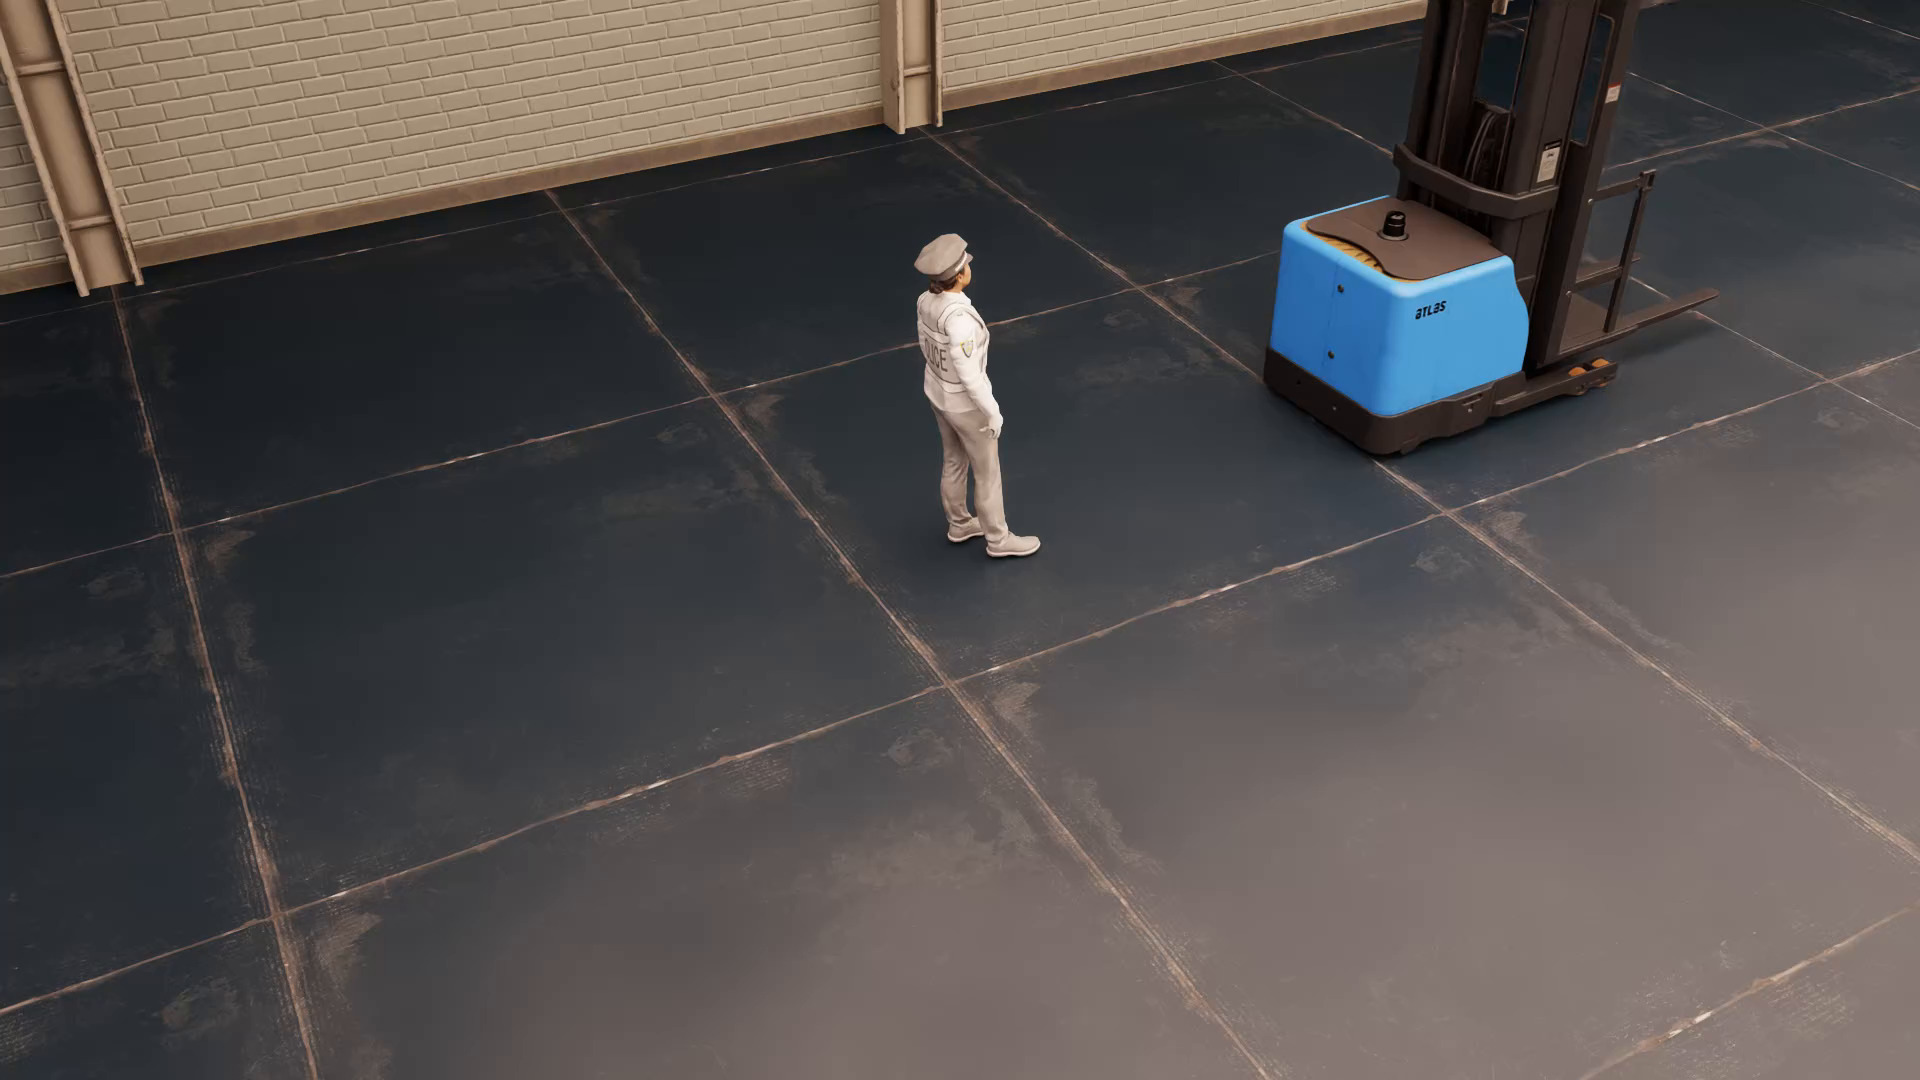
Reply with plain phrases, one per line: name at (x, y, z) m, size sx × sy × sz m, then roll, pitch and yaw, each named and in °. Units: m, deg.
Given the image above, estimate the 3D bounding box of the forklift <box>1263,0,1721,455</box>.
forklift at (3.330, -2.296, 9.371) m, size 3.031 × 2.935 × 1.130 m, roll -19°, pitch 39°, yaw -25°

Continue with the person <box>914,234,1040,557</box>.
person at (0.064, -0.713, 8.191) m, size 0.530 × 1.694 × 0.586 m, roll -17°, pitch 39°, yaw -23°
